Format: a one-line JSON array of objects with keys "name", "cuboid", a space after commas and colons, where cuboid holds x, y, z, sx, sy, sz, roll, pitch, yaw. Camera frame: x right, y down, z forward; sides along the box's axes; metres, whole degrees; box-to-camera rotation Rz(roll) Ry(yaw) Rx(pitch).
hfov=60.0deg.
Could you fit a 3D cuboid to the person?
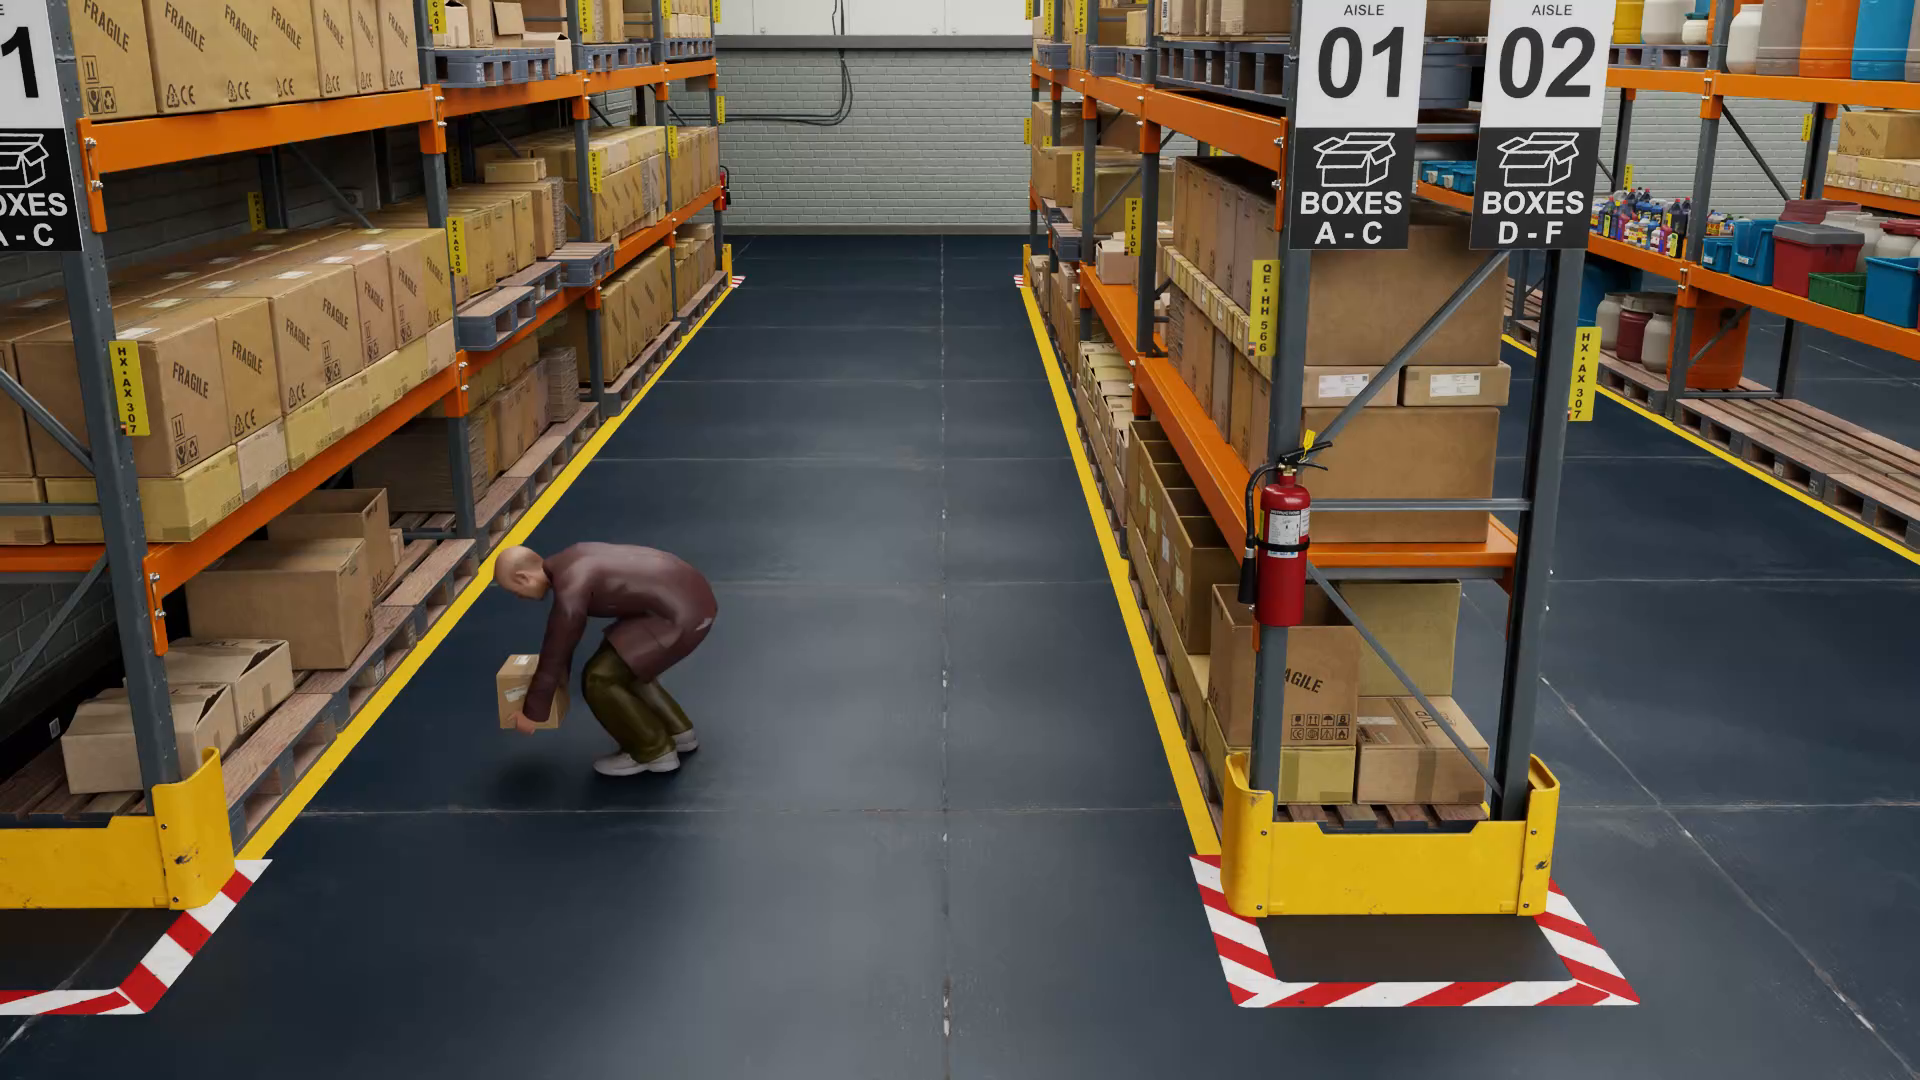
[{"name": "person", "cuboid": [-1.519, 0.496, 7.246, 0.935, 1.014, 0.587, -1, 17, -3]}]
